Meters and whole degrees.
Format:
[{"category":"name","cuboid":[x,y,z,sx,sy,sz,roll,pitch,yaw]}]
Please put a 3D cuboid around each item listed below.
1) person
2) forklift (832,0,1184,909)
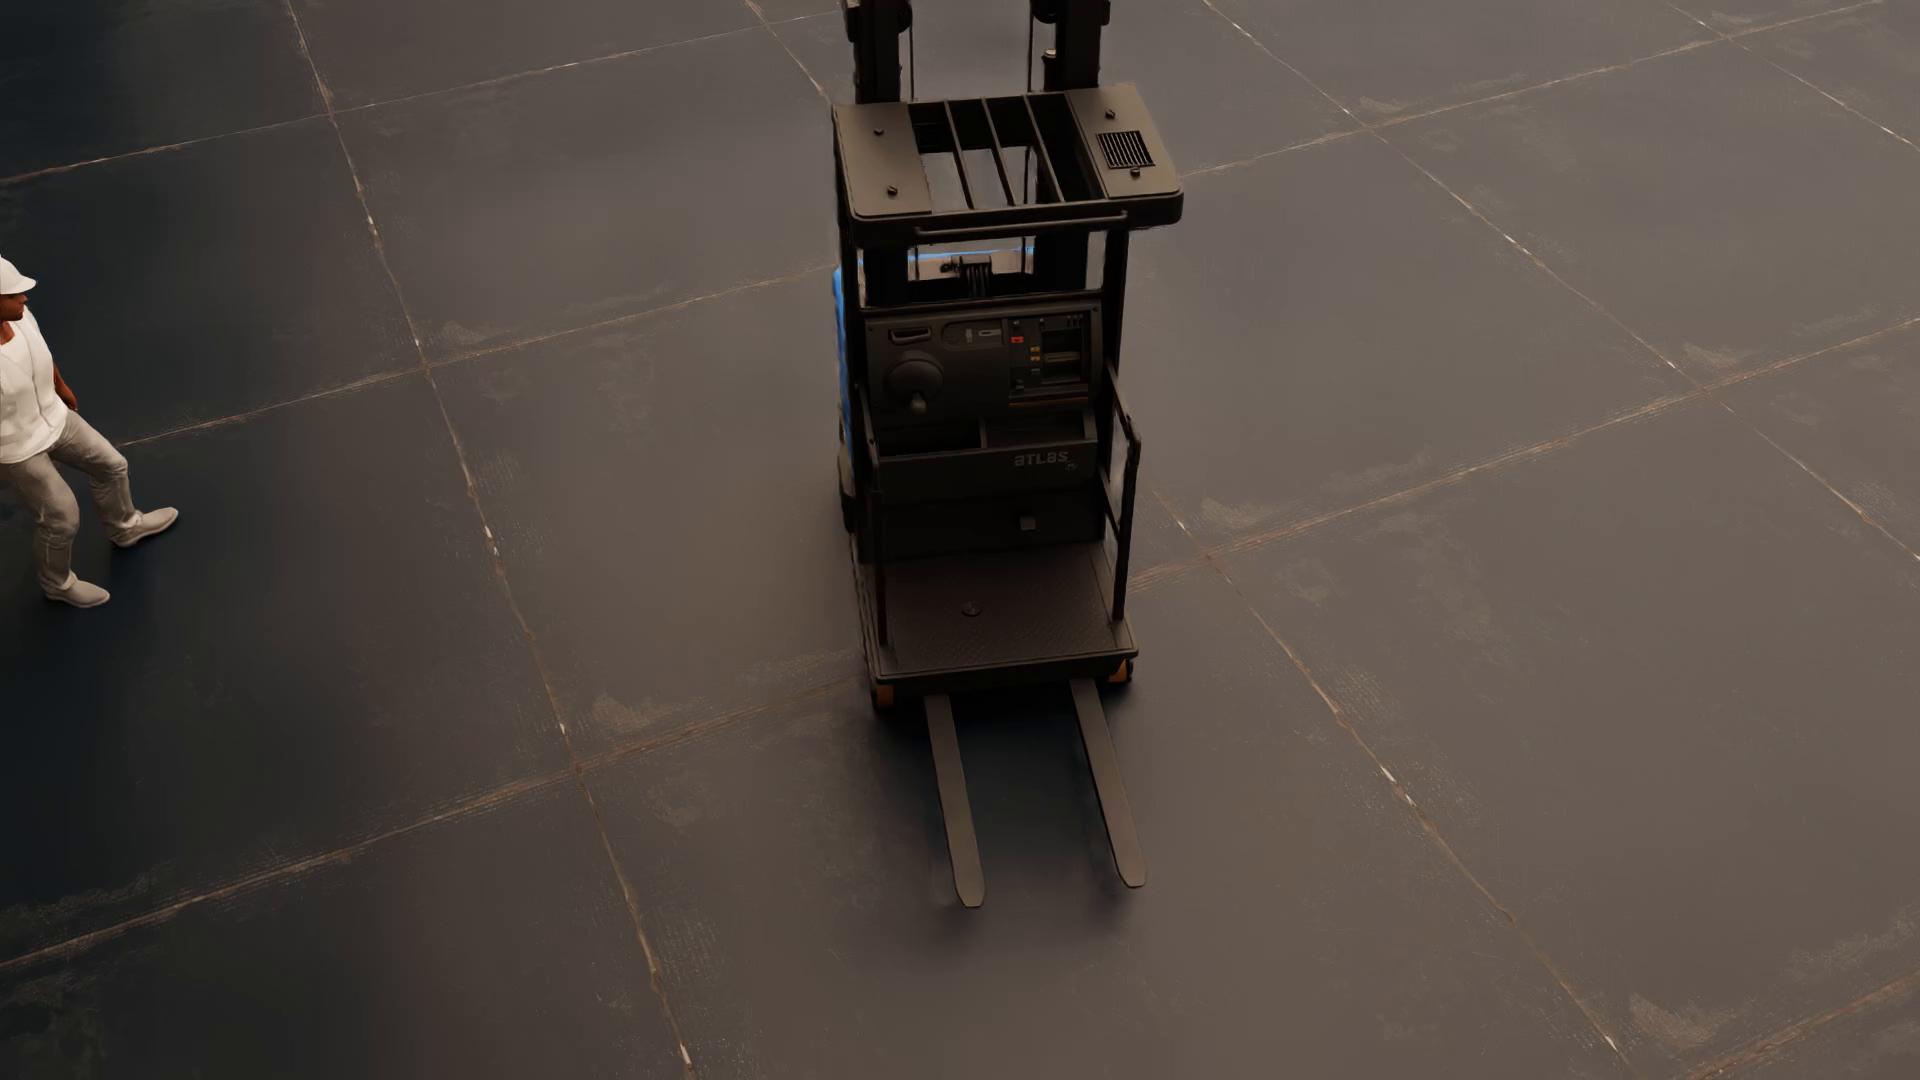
[{"category":"person","cuboid":[-3.919,-0.457,7.057,0.467,1.731,0.886,5,43,6]},{"category":"forklift","cuboid":[0.130,-0.621,6.346,1.130,2.935,3.031,-6,43,-6]}]
